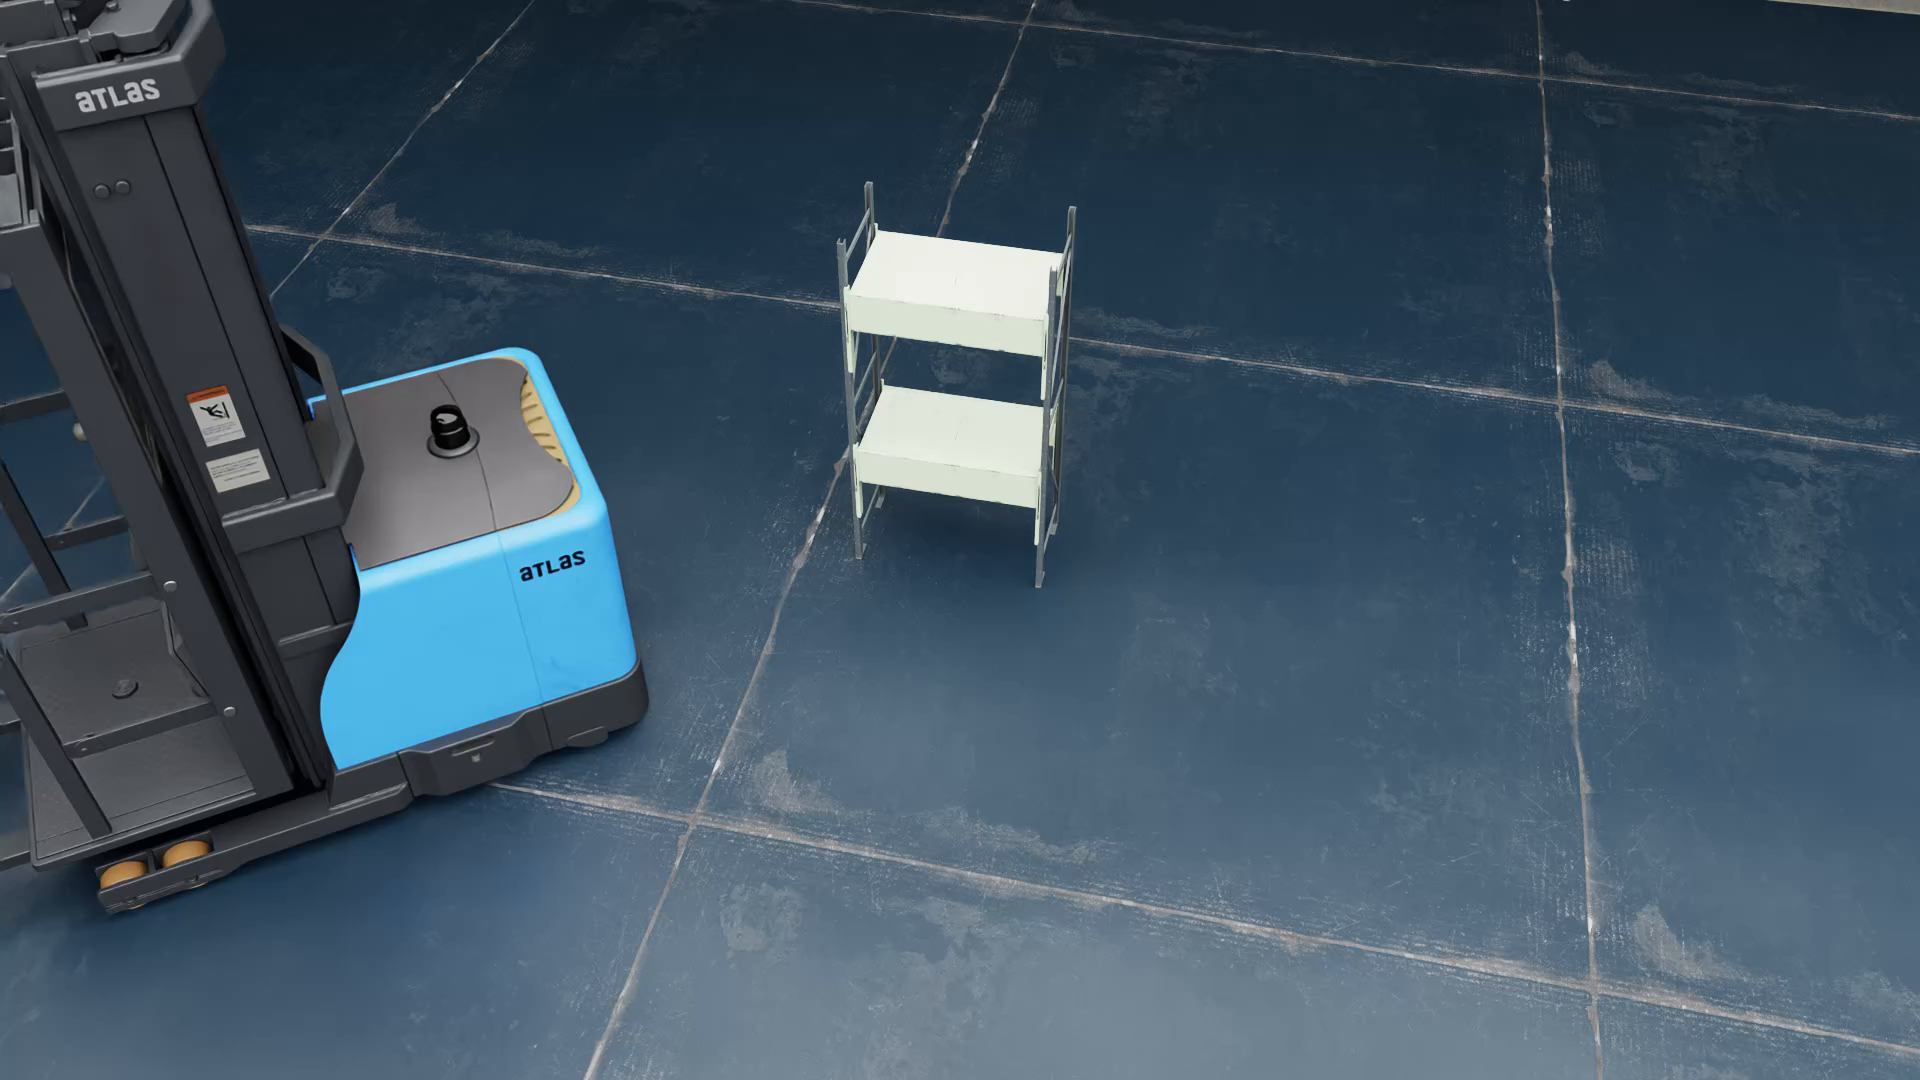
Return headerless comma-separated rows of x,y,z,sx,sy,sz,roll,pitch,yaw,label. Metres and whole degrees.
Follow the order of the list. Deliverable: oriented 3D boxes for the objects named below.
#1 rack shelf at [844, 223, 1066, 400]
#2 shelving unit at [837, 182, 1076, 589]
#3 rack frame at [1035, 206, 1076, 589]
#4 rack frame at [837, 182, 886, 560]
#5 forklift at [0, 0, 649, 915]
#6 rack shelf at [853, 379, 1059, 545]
-0.007,-0.823,5.960,0.720,0.370,0.431,9,45,9,rack shelf
-0.007,-0.541,6.231,0.755,1.500,0.431,9,45,9,shelving unit
0.351,-0.486,6.173,0.023,1.500,0.400,9,45,9,rack frame
-0.364,-0.597,6.289,0.023,1.500,0.400,9,45,9,rack frame
-2.686,-0.258,4.905,3.031,2.935,1.130,-18,47,-18,forklift
-0.007,-0.306,6.457,0.720,0.370,0.431,9,45,9,rack shelf
